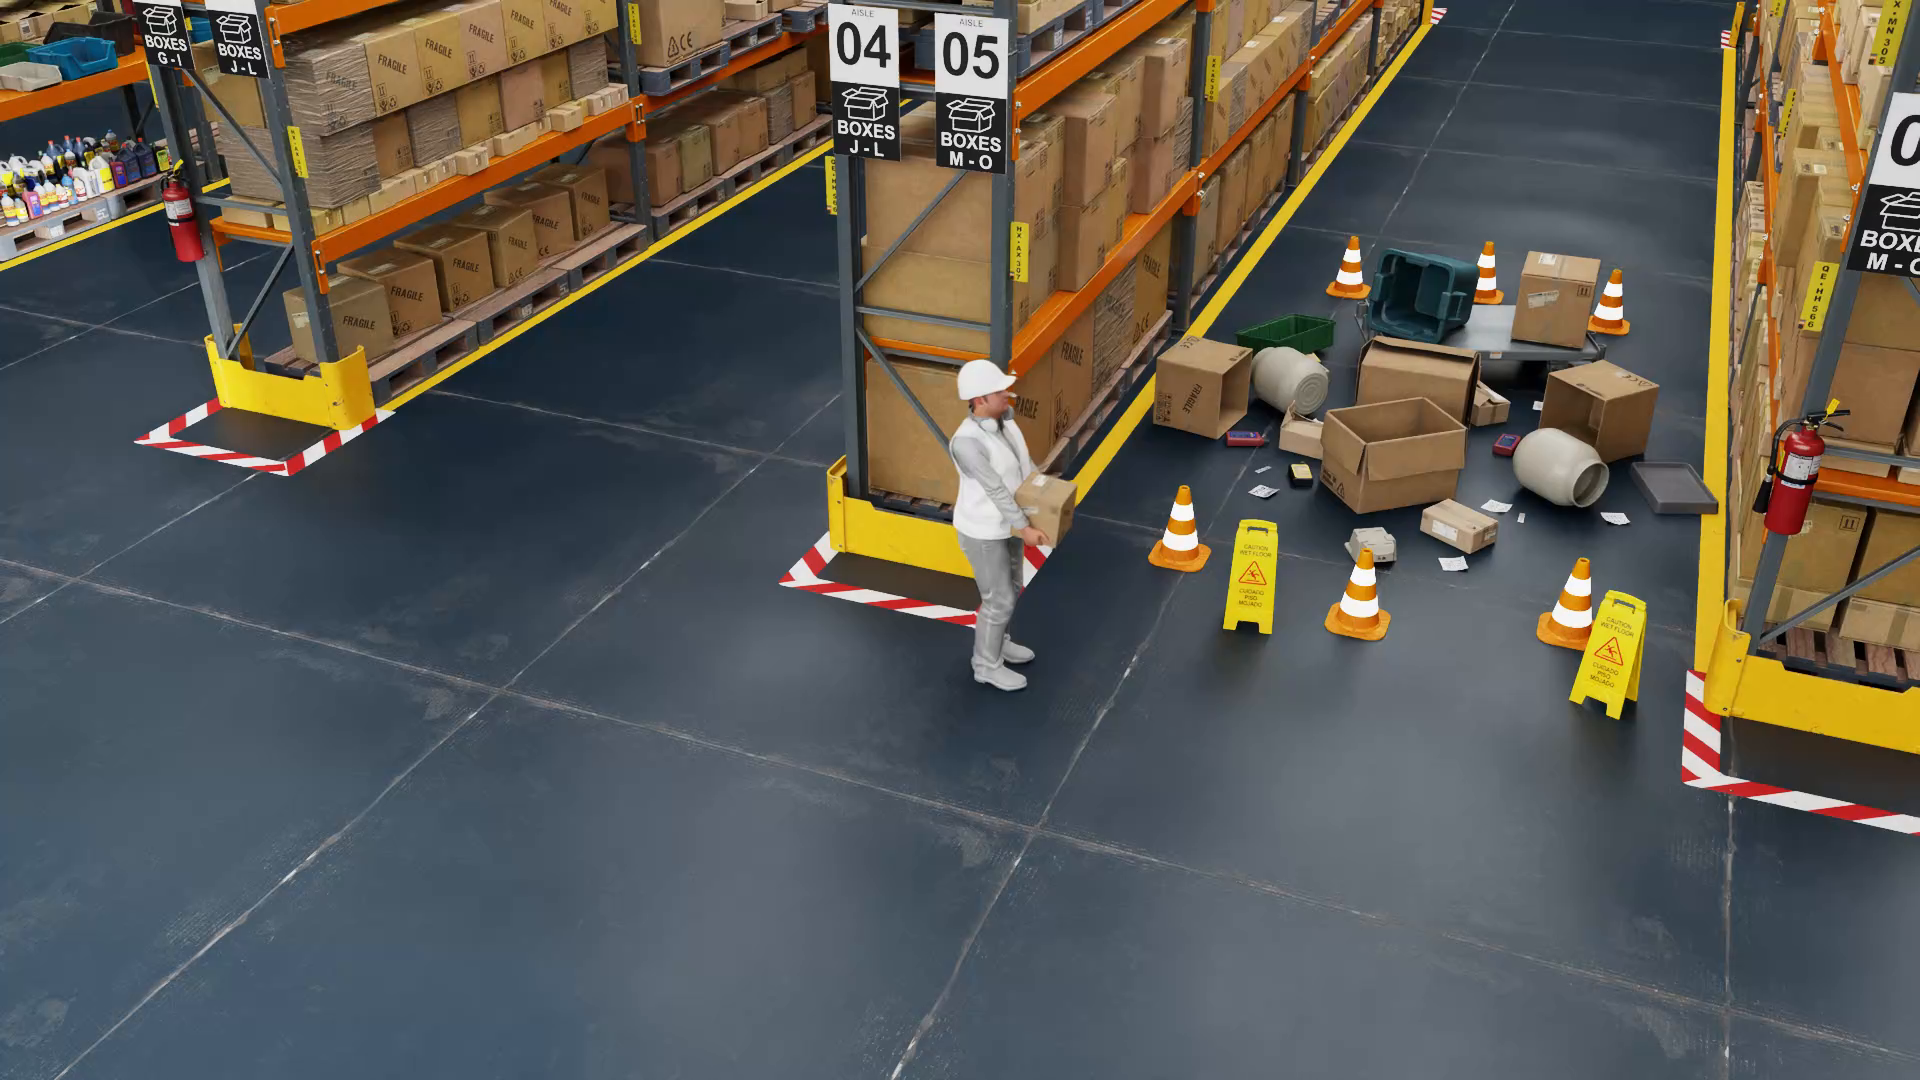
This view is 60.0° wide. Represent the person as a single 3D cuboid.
[{"bbox_3d":[0.253,-0.075,8.516,0.554,1.762,0.494,11,31,19],"label":"person"}]
